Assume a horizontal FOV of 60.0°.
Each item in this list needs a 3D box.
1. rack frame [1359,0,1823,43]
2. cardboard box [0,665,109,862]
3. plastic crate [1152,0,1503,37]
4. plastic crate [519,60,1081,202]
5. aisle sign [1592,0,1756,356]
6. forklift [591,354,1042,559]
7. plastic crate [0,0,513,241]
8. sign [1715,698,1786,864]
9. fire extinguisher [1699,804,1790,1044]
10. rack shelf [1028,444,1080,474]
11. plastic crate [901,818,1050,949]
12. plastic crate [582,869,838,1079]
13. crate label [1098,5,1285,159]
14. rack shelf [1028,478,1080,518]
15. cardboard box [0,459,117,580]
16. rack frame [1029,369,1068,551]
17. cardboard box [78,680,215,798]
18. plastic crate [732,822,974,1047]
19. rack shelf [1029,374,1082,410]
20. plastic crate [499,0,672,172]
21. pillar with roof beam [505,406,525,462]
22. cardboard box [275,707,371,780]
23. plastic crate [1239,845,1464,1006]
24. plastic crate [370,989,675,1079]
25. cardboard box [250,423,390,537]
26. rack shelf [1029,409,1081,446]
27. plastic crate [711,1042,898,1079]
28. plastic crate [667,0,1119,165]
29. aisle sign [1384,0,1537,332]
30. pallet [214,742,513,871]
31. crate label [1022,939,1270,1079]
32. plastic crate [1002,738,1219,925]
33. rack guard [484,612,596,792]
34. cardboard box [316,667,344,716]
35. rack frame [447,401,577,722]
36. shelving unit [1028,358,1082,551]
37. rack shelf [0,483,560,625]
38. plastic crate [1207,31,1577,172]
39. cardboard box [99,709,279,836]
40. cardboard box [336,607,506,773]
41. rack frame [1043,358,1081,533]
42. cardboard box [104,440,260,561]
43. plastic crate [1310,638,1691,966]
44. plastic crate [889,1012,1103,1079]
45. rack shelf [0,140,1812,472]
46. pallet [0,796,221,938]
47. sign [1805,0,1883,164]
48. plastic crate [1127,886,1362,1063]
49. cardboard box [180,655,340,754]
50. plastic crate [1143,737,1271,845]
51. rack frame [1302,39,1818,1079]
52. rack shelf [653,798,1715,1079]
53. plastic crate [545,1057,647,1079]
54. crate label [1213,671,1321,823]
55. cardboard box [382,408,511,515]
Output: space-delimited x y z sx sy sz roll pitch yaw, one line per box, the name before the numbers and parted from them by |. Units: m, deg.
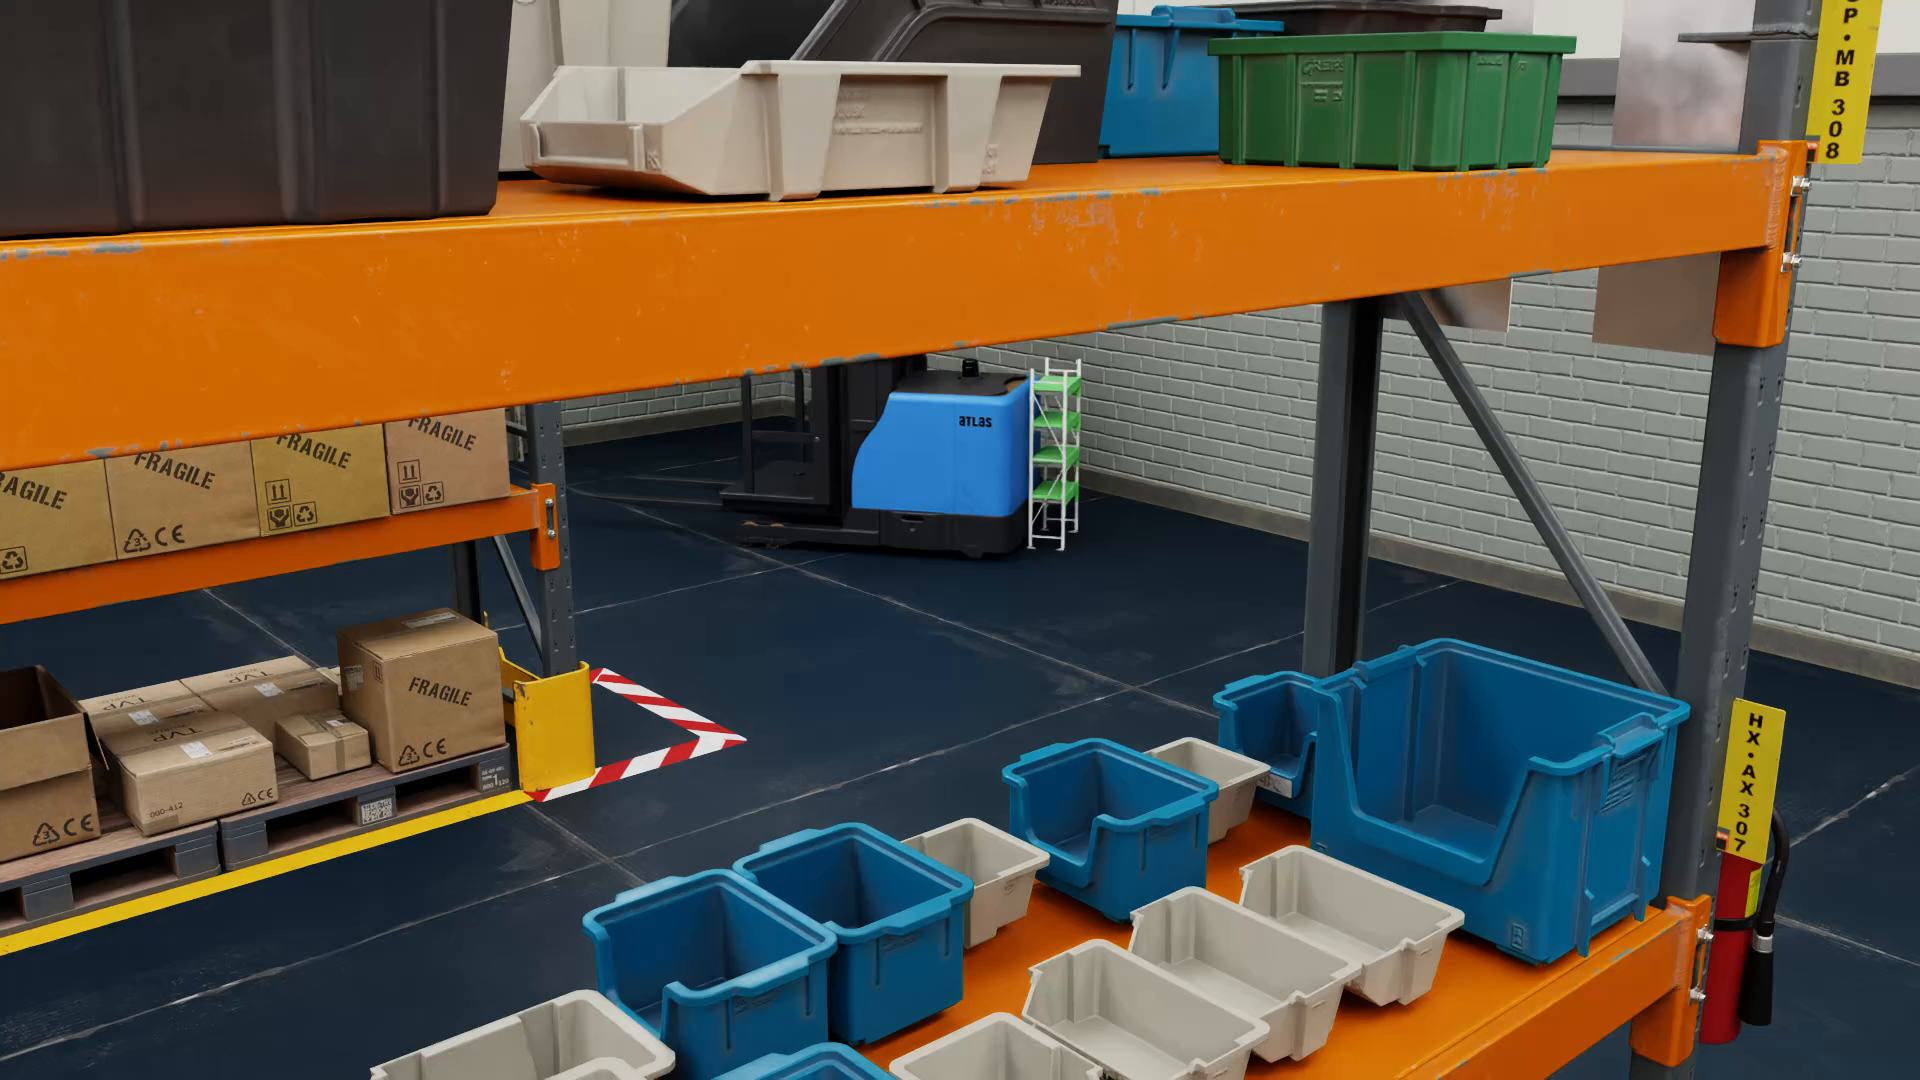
rack frame | 1.203 -2.442 2.956 0.127 3.000 1.000 -13 19 -39
cardboard box | -3.650 0.843 6.267 0.637 0.503 0.797 -13 19 -39
plastic crate | 0.729 -0.919 3.319 0.590 0.269 0.497 -13 19 -39
plastic crate | -0.193 -0.468 1.886 0.530 0.136 0.437 -13 19 -39
aisle sign | 1.449 -0.755 3.227 0.004 0.787 0.394 -13 19 -39
forklift | -1.011 -1.485 11.130 3.031 2.935 1.130 4 15 14
plastic crate | -0.698 -0.410 1.412 0.590 0.269 0.497 -13 19 -39
sign | 1.576 0.481 3.319 0.005 0.325 0.100 -13 19 -39
fire extinguisher | 1.615 0.736 3.553 0.183 0.674 0.296 -13 19 -39
rack shelf | 0.633 -0.517 11.107 0.258 0.148 0.480 4 15 14
plastic crate | -0.008 0.685 3.267 0.298 0.136 0.250 -13 19 -39
plastic crate | -0.419 0.759 2.802 0.300 0.233 0.416 -13 19 -39
crate label | 0.294 -0.828 3.013 0.502 0.251 0.408 -13 19 -39
rack shelf | 0.633 -0.285 11.169 0.258 0.148 0.480 4 15 14
cardboard box | -3.355 -0.171 5.884 0.500 0.500 0.500 -13 20 -40
rack frame | 0.573 -0.518 10.862 0.240 1.200 0.015 4 15 14
cardboard box | -3.397 0.813 6.869 0.500 0.250 0.500 -13 19 -39
plastic crate | -0.193 0.709 2.993 0.300 0.233 0.416 -13 19 -39
rack shelf | 0.633 -0.981 10.983 0.258 0.148 0.480 4 15 14
plastic crate | -0.672 -0.621 2.178 0.530 0.282 0.437 -13 19 -39
pillar with roof beam | -1.006 -4.159 9.382 0.400 9.000 9.100 -13 19 -39
cardboard box | -2.659 0.838 6.936 0.250 0.166 0.380 -13 19 -39
plastic crate | 0.706 0.728 3.108 0.243 0.136 0.396 -13 19 -39
plastic crate | -0.699 0.878 2.544 0.466 0.136 0.293 -13 19 -39
cardboard box | -2.594 -0.340 6.516 0.500 0.500 0.500 -12 19 -39
rack shelf | 0.633 -0.749 11.045 0.258 0.148 0.480 4 15 14
plastic crate | -0.178 0.906 2.255 0.300 0.233 0.416 -13 19 -39
plastic crate | -0.130 -0.758 2.583 0.767 0.338 0.504 -13 19 -39
aisle sign | 1.062 -0.870 3.657 0.004 0.787 0.394 -13 19 -39
pallet | -2.704 0.986 7.149 1.213 0.211 1.003 -13 19 -39
crate label | 0.284 0.826 2.740 0.243 0.136 0.396 -13 19 -39
plastic crate | 0.304 0.597 3.410 0.300 0.233 0.416 -13 19 -39
rack guard | -2.104 0.712 7.618 0.348 0.500 1.175 -13 19 -39
cardboard box | -2.776 0.694 7.478 0.250 0.166 0.380 -13 19 -39
rack frame | -2.046 -0.509 7.343 0.127 3.000 1.000 -13 19 -39
shelving unit | 0.633 -0.579 11.091 0.258 1.200 0.503 4 15 14
rack shelf | -3.555 0.177 6.168 4.000 0.370 1.077 -13 19 -39
plastic crate | 0.646 -0.668 2.537 0.336 0.188 0.450 -13 19 -39
cardboard box | -3.031 0.902 6.536 0.500 0.250 0.500 -13 19 -39
cardboard box | -2.295 0.626 7.085 0.500 0.500 0.500 -13 19 -39
rack frame | 0.694 -0.640 11.319 0.240 1.200 0.015 4 15 14
cardboard box | -2.974 -0.256 6.204 0.500 0.500 0.500 -12 19 -39
plastic crate | 1.073 0.503 3.370 0.499 0.435 0.616 -13 19 -39
plastic crate | 0.073 0.880 2.539 0.250 0.136 0.298 -13 19 -39
rack shelf | -0.306 -0.307 2.168 4.000 0.370 1.077 -13 19 -39
pallet | -3.624 1.192 6.379 1.213 0.211 1.003 -13 19 -39
sign | 1.576 -0.838 2.966 0.005 0.325 0.100 -13 19 -39
plastic crate | 0.478 0.774 2.935 0.243 0.136 0.396 -13 19 -39
cardboard box | -3.020 0.728 7.186 0.500 0.250 0.500 -13 19 -39
plastic crate | 0.504 0.570 3.697 0.298 0.136 0.250 -13 19 -39
rack frame | 1.203 0.456 3.731 0.127 3.000 1.000 -13 19 -39
rack shelf | -0.306 1.142 2.555 4.000 0.370 1.077 -13 19 -39
plastic crate | -0.542 0.939 2.036 0.530 0.282 0.437 -13 19 -39
crate label | 0.800 0.486 3.828 0.303 0.233 0.416 -13 19 -39
cardboard box | -2.205 -0.428 6.848 0.500 0.500 0.500 -12 19 -38
